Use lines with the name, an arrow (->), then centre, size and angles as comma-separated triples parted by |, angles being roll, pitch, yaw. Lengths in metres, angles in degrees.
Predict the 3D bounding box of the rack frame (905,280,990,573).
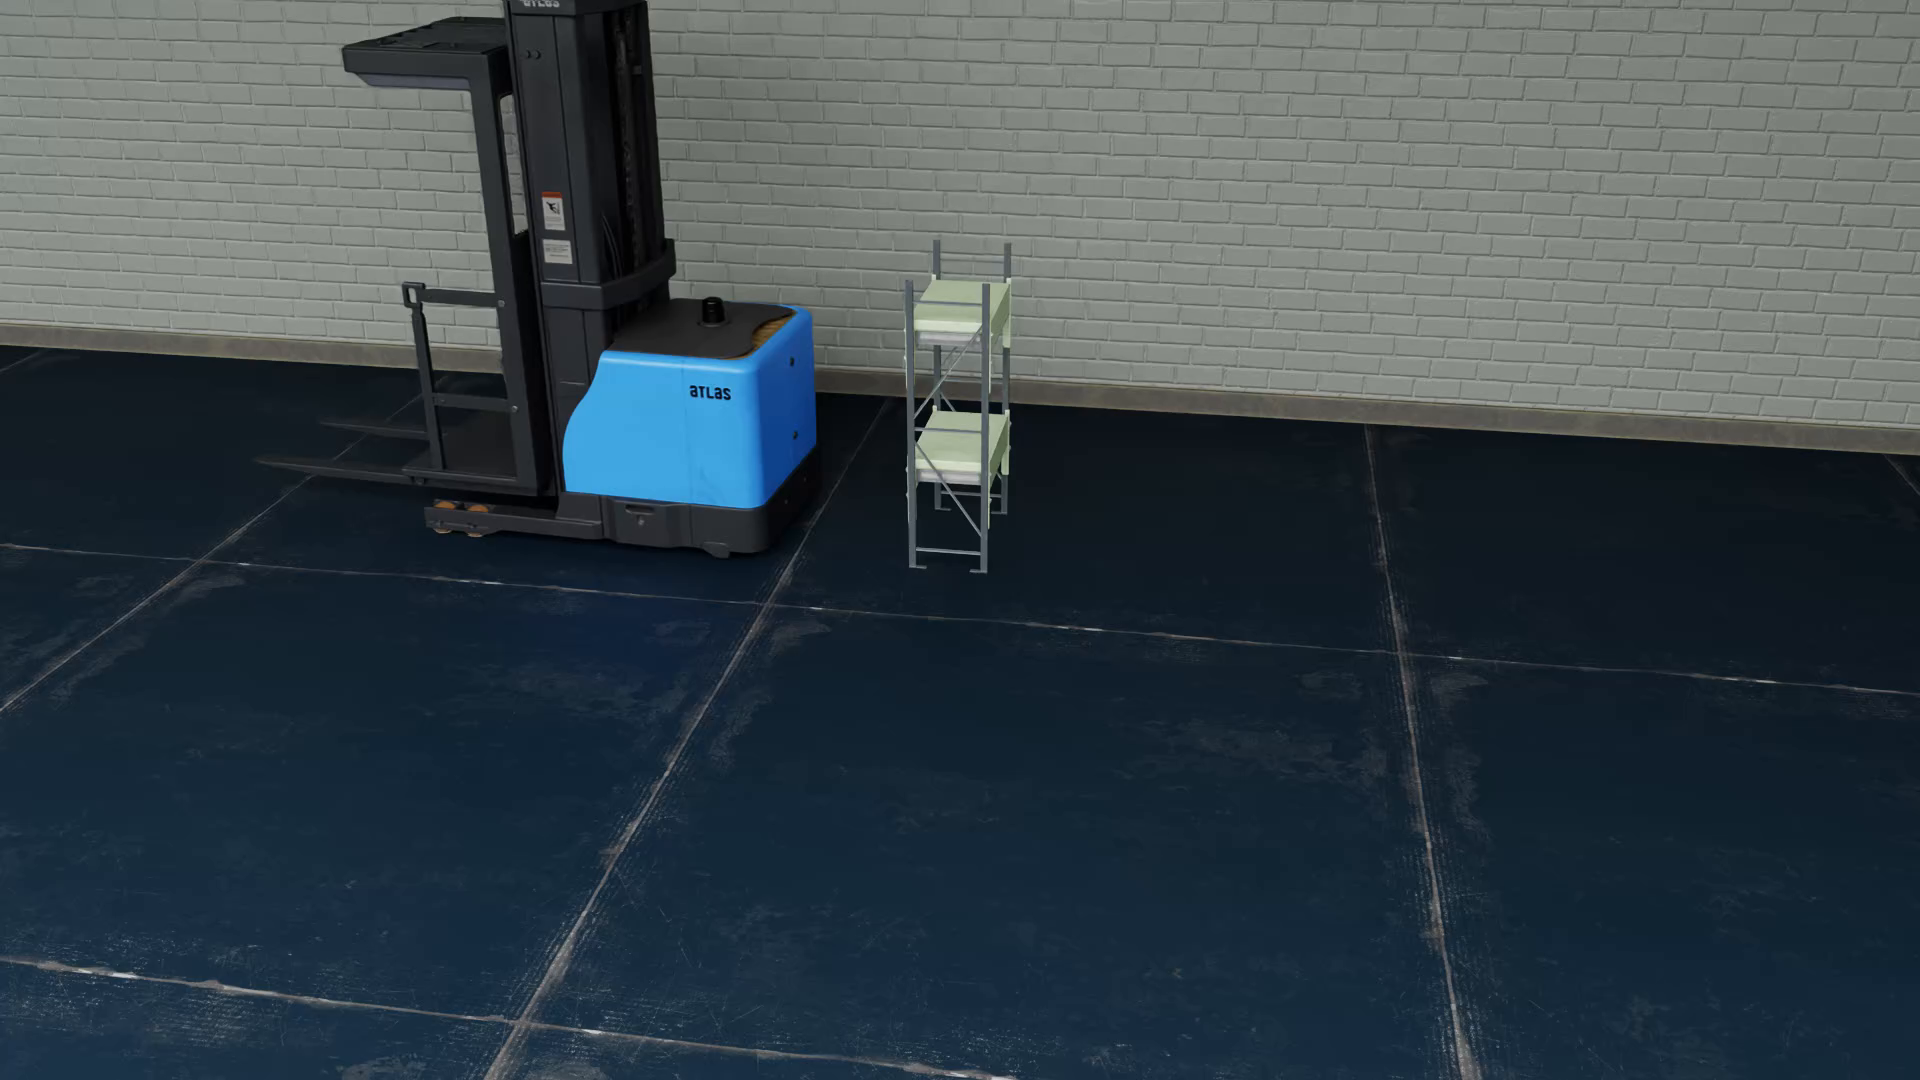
rack frame -> -0.059, -0.529, 8.111 | 0.400, 1.500, 0.023 | 4, 25, 9

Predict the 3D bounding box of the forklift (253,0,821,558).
forklift -> -2.347, -1.552, 8.607 | 3.031, 2.935, 1.130 | 6, 26, 12

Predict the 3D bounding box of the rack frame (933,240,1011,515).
rack frame -> 0.061, -0.835, 8.765 | 0.400, 1.500, 0.023 | 4, 25, 9

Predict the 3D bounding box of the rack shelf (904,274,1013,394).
rack shelf -> 0.001, -1.036, 8.273 | 0.431, 0.370, 0.720 | 4, 25, 9

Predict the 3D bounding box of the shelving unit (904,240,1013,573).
shelving unit -> 0.001, -0.682, 8.438 | 0.431, 1.500, 0.755 | 4, 25, 9

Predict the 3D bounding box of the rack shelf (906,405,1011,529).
rack shelf -> 0.001, -0.387, 8.576 | 0.431, 0.370, 0.720 | 4, 25, 9
